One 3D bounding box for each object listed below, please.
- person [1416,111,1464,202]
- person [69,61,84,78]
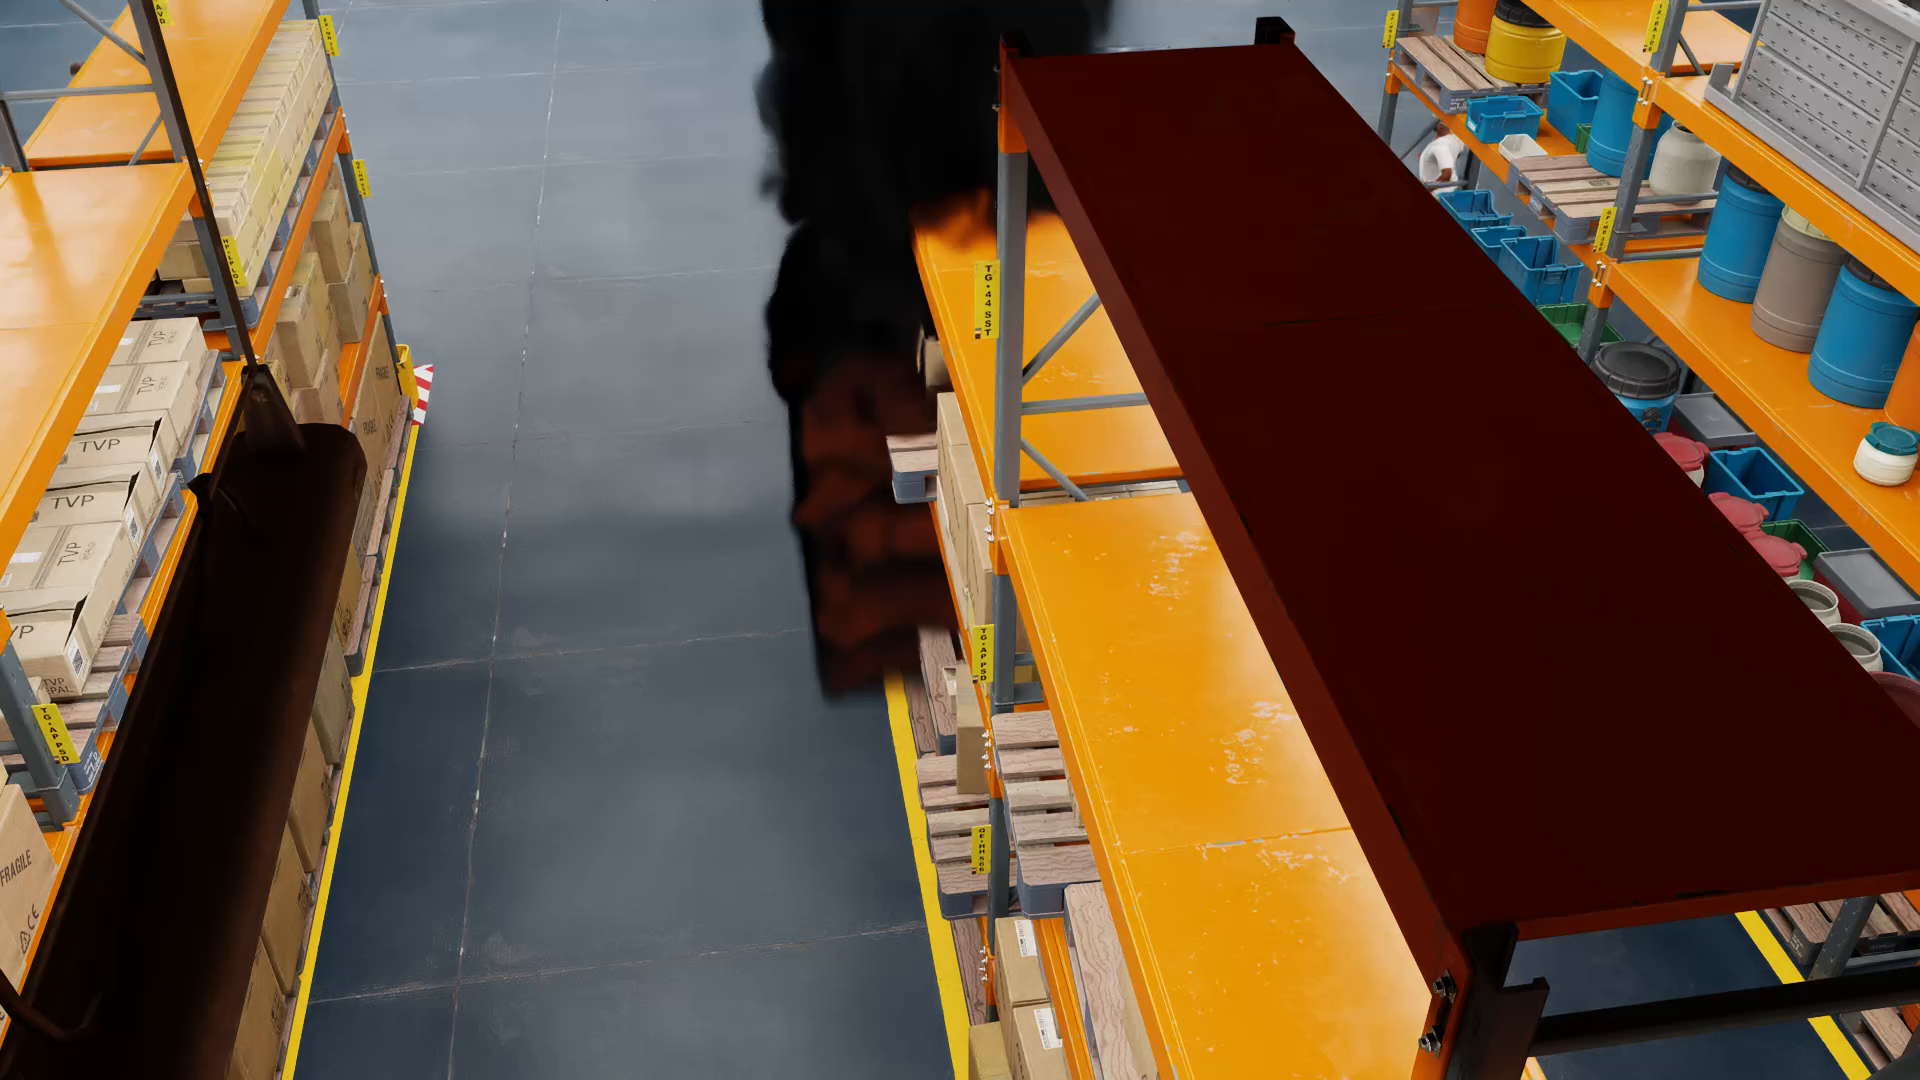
[{"bbox_3d":[4.807,-3.510,16.724,0.929,1.760,0.713,26,44,31],"label":"person"},{"bbox_3d":[-9.438,-4.486,18.232,0.791,1.567,0.548,23,42,28],"label":"person"}]
